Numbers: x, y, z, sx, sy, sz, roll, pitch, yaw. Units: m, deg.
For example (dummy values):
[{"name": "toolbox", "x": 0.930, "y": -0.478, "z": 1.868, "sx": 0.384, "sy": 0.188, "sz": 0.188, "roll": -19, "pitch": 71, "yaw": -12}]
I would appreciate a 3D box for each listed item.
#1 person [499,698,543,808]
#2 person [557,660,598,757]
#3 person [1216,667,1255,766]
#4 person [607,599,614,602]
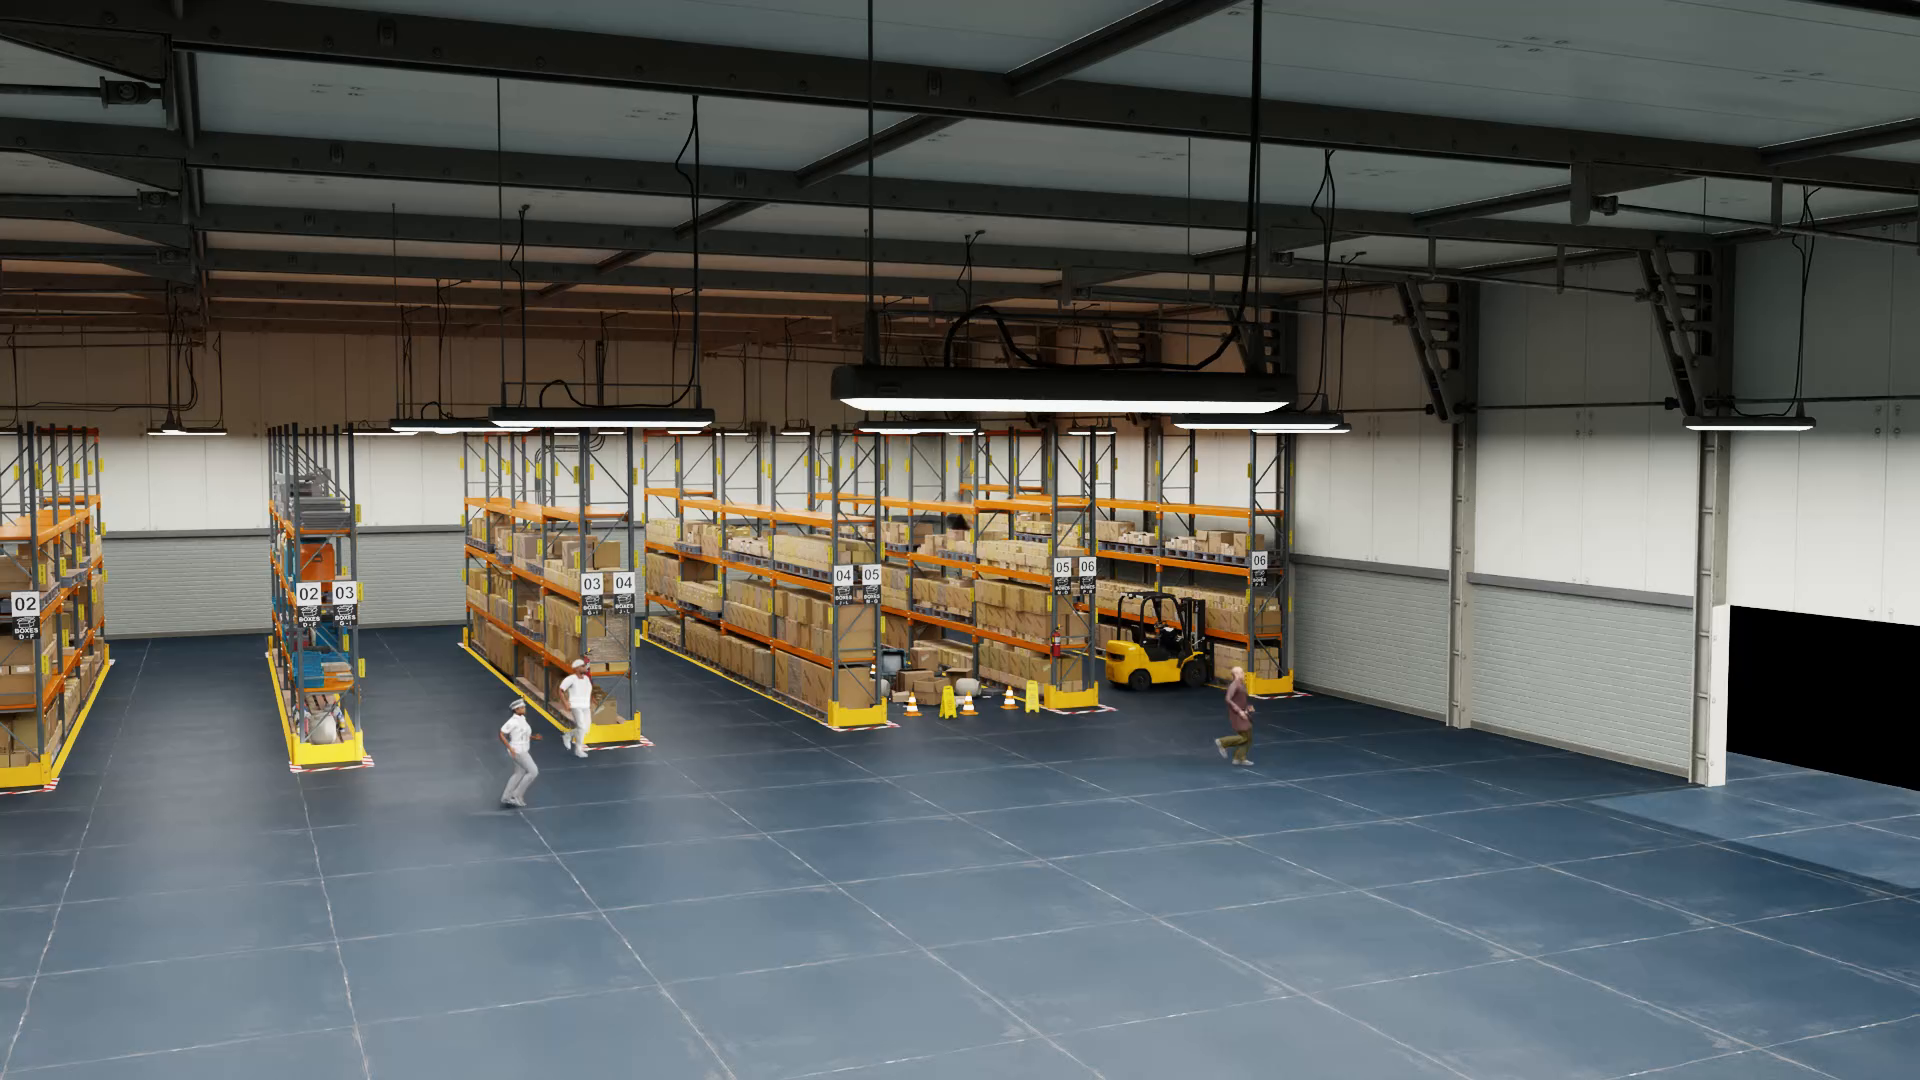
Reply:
[{"name": "person", "x": -6.808, "y": 3.300, "z": 25.820, "sx": 0.666, "sy": 1.695, "sz": 0.546, "roll": 0, "pitch": 3, "yaw": -3}, {"name": "person", "x": -6.903, "y": 3.033, "z": 30.128, "sx": 0.677, "sy": 1.722, "sz": 0.753, "roll": 2, "pitch": 4, "yaw": 33}, {"name": "person", "x": 4.830, "y": 3.082, "z": 29.146, "sx": 0.657, "sy": 1.737, "sz": 0.715, "roll": 1, "pitch": 4, "yaw": 19}, {"name": "person", "x": -9.575, "y": 2.068, "z": 45.703, "sx": 0.741, "sy": 1.732, "sz": 0.516, "roll": -1, "pitch": 4, "yaw": -15}]
